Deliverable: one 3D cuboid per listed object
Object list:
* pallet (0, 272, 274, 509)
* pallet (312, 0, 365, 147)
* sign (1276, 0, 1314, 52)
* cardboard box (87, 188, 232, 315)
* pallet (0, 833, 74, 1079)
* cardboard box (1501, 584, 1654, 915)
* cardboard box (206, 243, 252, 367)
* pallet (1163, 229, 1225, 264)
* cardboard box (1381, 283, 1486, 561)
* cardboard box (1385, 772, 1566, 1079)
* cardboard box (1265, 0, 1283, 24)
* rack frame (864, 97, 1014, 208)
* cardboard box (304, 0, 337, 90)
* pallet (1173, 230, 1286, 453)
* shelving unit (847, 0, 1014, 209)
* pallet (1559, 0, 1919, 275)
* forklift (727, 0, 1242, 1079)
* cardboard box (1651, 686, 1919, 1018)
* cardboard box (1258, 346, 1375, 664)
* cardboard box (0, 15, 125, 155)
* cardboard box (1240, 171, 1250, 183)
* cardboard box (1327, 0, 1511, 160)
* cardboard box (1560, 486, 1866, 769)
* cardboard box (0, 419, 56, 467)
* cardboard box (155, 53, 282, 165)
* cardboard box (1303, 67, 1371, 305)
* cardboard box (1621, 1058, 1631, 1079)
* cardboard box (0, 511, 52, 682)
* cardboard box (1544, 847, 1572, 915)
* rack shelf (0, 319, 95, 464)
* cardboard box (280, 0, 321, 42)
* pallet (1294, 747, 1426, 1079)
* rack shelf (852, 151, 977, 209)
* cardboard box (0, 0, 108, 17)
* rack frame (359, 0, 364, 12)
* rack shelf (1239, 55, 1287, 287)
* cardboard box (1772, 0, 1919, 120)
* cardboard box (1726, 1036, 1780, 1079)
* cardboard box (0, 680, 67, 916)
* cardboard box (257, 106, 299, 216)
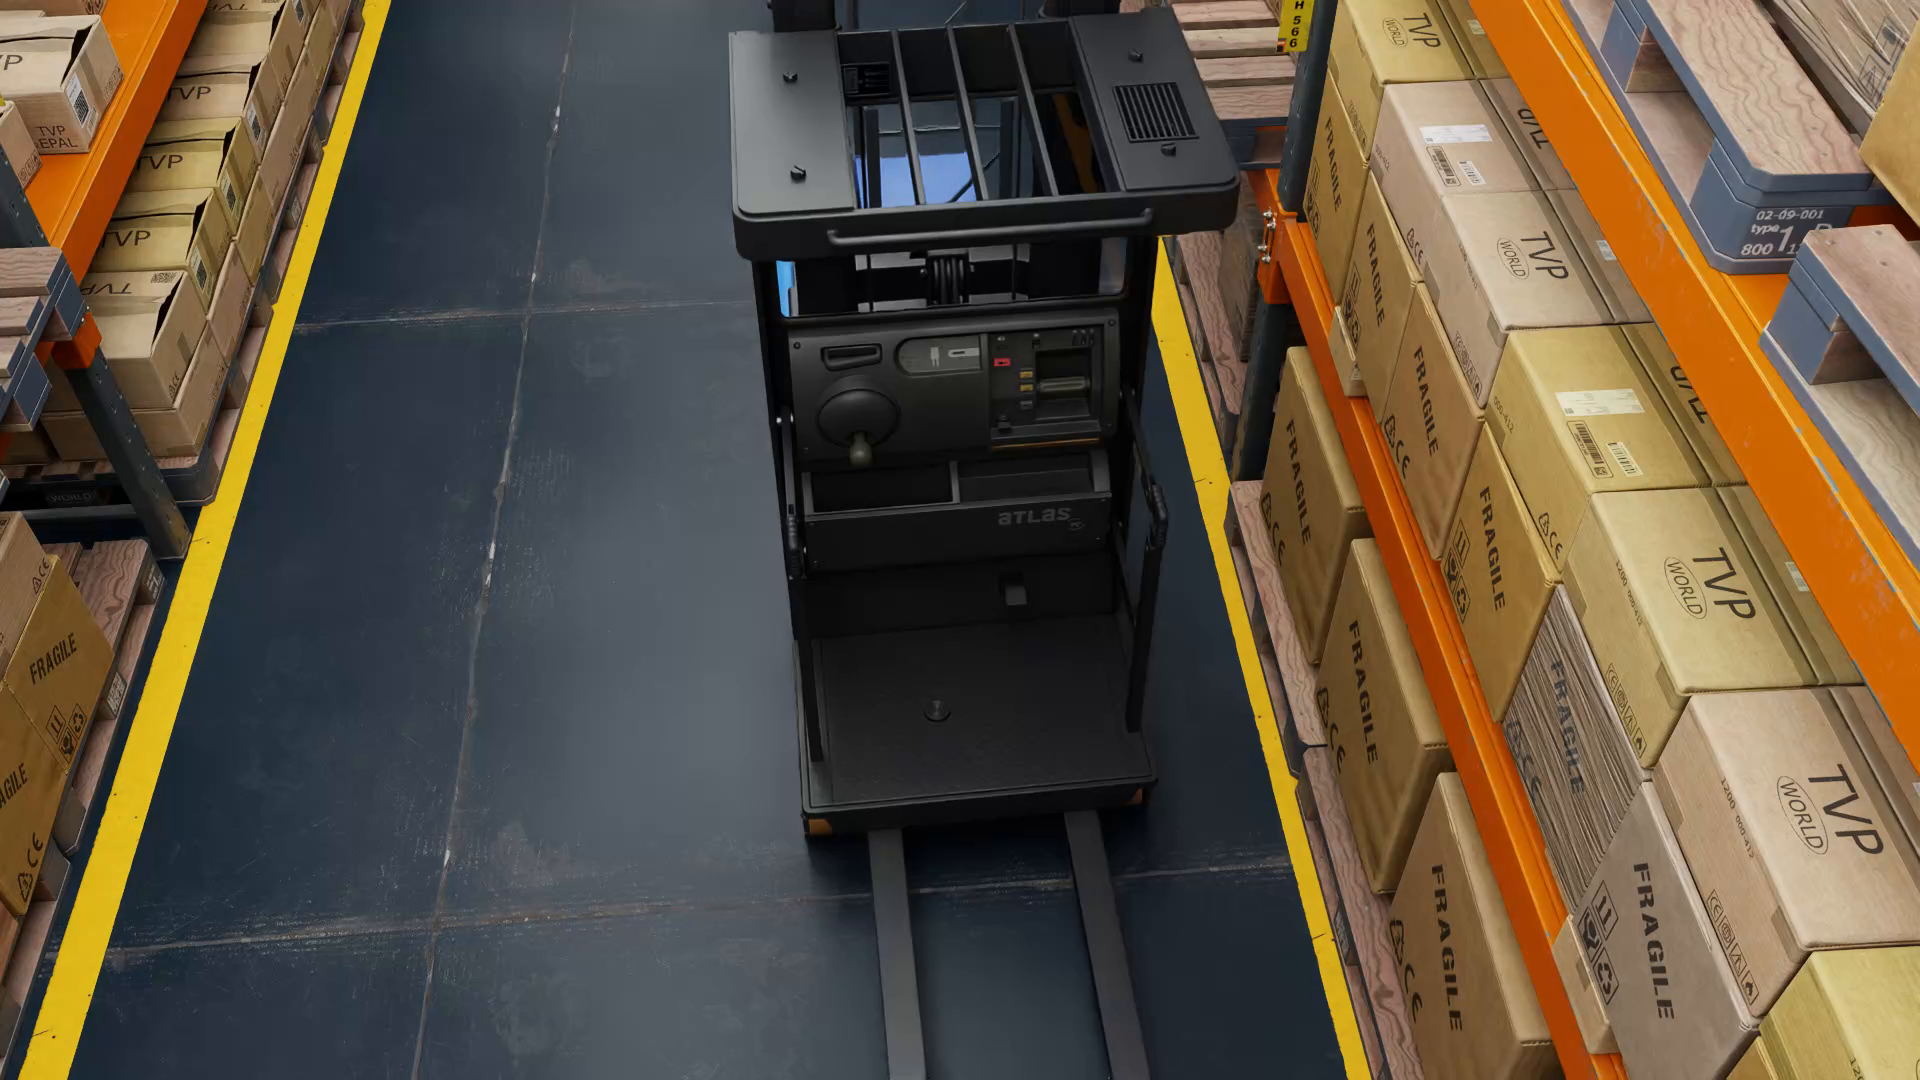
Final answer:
[{"bbox_3d":[-3.412,-0.608,6.681,1.003,0.211,1.213,-3,47,-3],"label":"pallet"},{"bbox_3d":[-3.616,-2.374,8.353,1.003,0.211,1.213,-3,47,-3],"label":"pallet"},{"bbox_3d":[1.014,-1.604,4.960,0.100,0.325,0.005,-3,47,-3],"label":"sign"},{"bbox_3d":[-3.186,-1.137,6.479,0.500,0.311,0.500,-5,47,-4],"label":"cardboard box"},{"bbox_3d":[-3.258,1.413,4.767,1.003,0.211,1.213,-3,47,-3],"label":"pallet"},{"bbox_3d":[1.513,0.426,3.493,0.500,0.500,0.500,-3,47,-3],"label":"cardboard box"},{"bbox_3d":[-3.176,-0.929,6.668,0.500,0.250,0.500,-5,47,-4],"label":"cardboard box"},{"bbox_3d":[1.391,-1.760,7.772,1.003,0.211,1.213,-3,47,-3],"label":"pallet"},{"bbox_3d":[1.415,-0.311,4.191,0.500,0.500,0.500,-4,47,-3],"label":"cardboard box"},{"bbox_3d":[1.627,1.111,4.324,0.750,0.750,0.750,-2,47,-2],"label":"cardboard box"},{"bbox_3d":[1.431,-2.201,5.897,0.700,0.500,0.500,-7,47,-7],"label":"cardboard box"},{"bbox_3d":[-0.070,-0.950,6.117,0.500,1.500,0.032,-5,47,-4],"label":"rack frame"},{"bbox_3d":[-3.353,-2.414,8.075,0.500,0.250,0.500,-4,47,-4],"label":"cardboard box"},{"bbox_3d":[1.490,-0.880,6.938,1.003,0.211,1.213,-3,47,-3],"label":"pallet"},{"bbox_3d":[-0.128,-1.317,6.464,0.538,1.500,1.048,-5,47,-4],"label":"shelving unit"},{"bbox_3d":[1.757,-0.968,3.165,1.003,0.211,1.213,-2,47,-1],"label":"pallet"},{"bbox_3d":[0.016,-0.330,4.544,1.130,2.935,3.031,-5,47,-4],"label":"forklift"},{"bbox_3d":[1.561,0.527,2.881,0.500,0.250,0.500,-3,47,-2],"label":"cardboard box"},{"bbox_3d":[1.485,-0.138,5.506,0.750,0.750,0.750,-4,47,-4],"label":"cardboard box"},{"bbox_3d":[-3.264,-1.597,5.758,0.500,0.311,0.500,-4,47,-4],"label":"cardboard box"},{"bbox_3d":[1.514,-1.462,6.988,0.700,0.500,0.500,-4,47,-3],"label":"cardboard box"},{"bbox_3d":[1.337,-1.309,4.620,0.500,0.250,0.500,-2,47,-2],"label":"cardboard box"},{"bbox_3d":[1.519,0.158,3.231,0.500,0.250,0.500,-3,47,-3],"label":"cardboard box"},{"bbox_3d":[-3.669,-0.534,6.294,0.500,0.250,0.500,-2,47,-2],"label":"cardboard box"},{"bbox_3d":[-3.270,-1.878,7.181,0.500,0.311,0.500,-4,47,-4],"label":"cardboard box"},{"bbox_3d":[1.339,-1.050,4.891,0.500,0.500,0.500,-2,47,-2],"label":"cardboard box"},{"bbox_3d":[1.557,1.102,3.300,0.380,0.149,0.250,-2,47,-2],"label":"cardboard box"},{"bbox_3d":[-3.061,0.184,4.912,0.500,0.250,0.500,-2,47,-2],"label":"cardboard box"},{"bbox_3d":[1.522,0.733,3.649,0.380,0.149,0.250,-3,47,-3],"label":"cardboard box"},{"bbox_3d":[-3.215,0.725,3.993,1.077,0.370,4.000,-3,47,-3],"label":"rack shelf"},{"bbox_3d":[-3.348,-2.603,7.868,0.500,0.311,0.500,-2,47,-2],"label":"cardboard box"},{"bbox_3d":[1.644,1.141,5.024,1.003,0.211,1.213,-3,47,-3],"label":"pallet"},{"bbox_3d":[-0.128,-1.193,6.595,0.538,0.185,1.000,-5,47,-4],"label":"rack shelf"},{"bbox_3d":[-3.539,-2.217,6.215,0.500,0.500,0.500,-6,47,-5],"label":"cardboard box"},{"bbox_3d":[-3.717,-3.863,7.843,1.000,3.000,0.127,-3,47,-3],"label":"rack frame"},{"bbox_3d":[1.386,-2.473,7.021,1.077,0.370,4.000,-3,47,-3],"label":"rack shelf"},{"bbox_3d":[1.835,-1.005,2.698,0.700,0.500,0.500,-4,47,-3],"label":"cardboard box"},{"bbox_3d":[1.599,1.159,2.799,0.500,0.500,0.500,-4,47,-4],"label":"cardboard box"},{"bbox_3d":[-3.027,0.776,4.868,0.500,0.500,0.500,-5,47,-5],"label":"cardboard box"},{"bbox_3d":[-3.268,-1.675,7.375,0.500,0.250,0.500,-3,47,-2],"label":"cardboard box"}]
